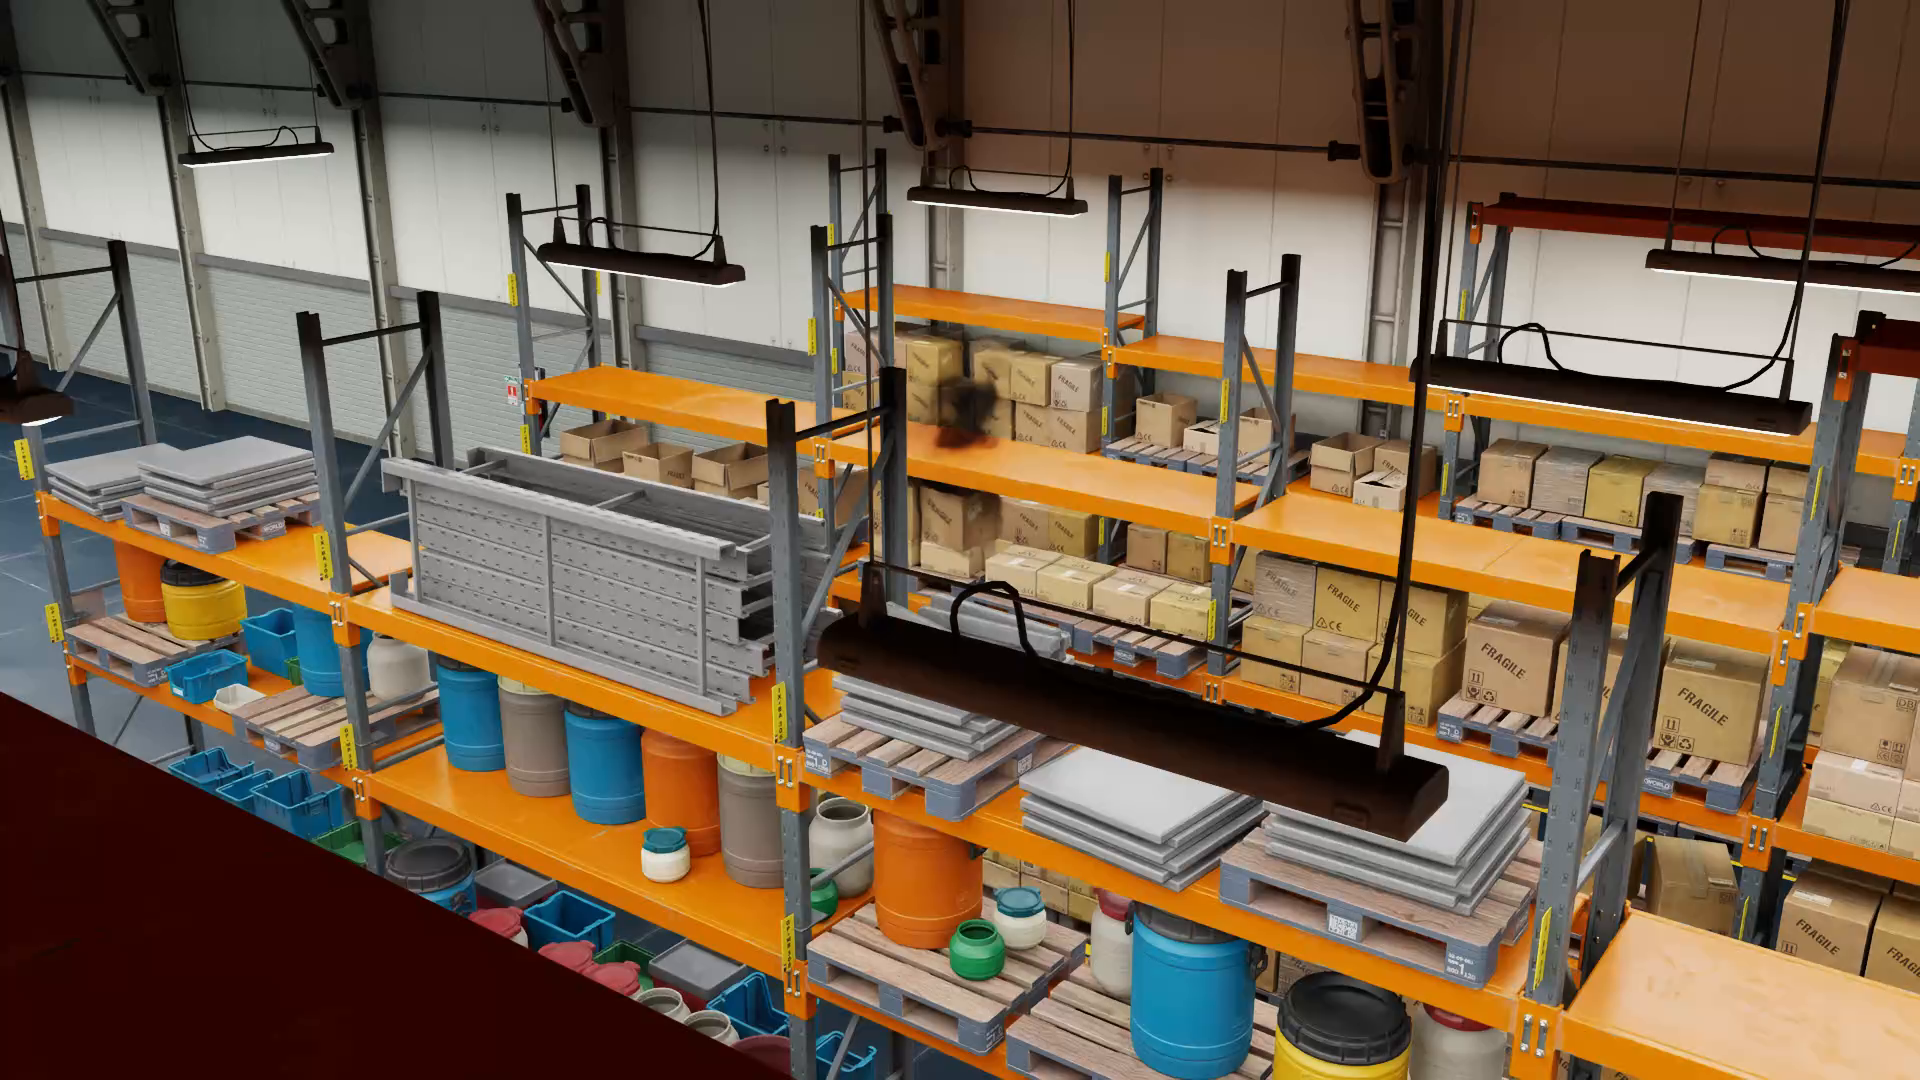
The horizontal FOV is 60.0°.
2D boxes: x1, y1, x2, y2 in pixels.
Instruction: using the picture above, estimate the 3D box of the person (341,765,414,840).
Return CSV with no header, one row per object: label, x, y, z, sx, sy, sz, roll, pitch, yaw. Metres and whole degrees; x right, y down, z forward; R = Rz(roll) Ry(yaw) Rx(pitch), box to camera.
person,-5.692,2.224,15.941,0.704,1.716,0.606,5,19,16
